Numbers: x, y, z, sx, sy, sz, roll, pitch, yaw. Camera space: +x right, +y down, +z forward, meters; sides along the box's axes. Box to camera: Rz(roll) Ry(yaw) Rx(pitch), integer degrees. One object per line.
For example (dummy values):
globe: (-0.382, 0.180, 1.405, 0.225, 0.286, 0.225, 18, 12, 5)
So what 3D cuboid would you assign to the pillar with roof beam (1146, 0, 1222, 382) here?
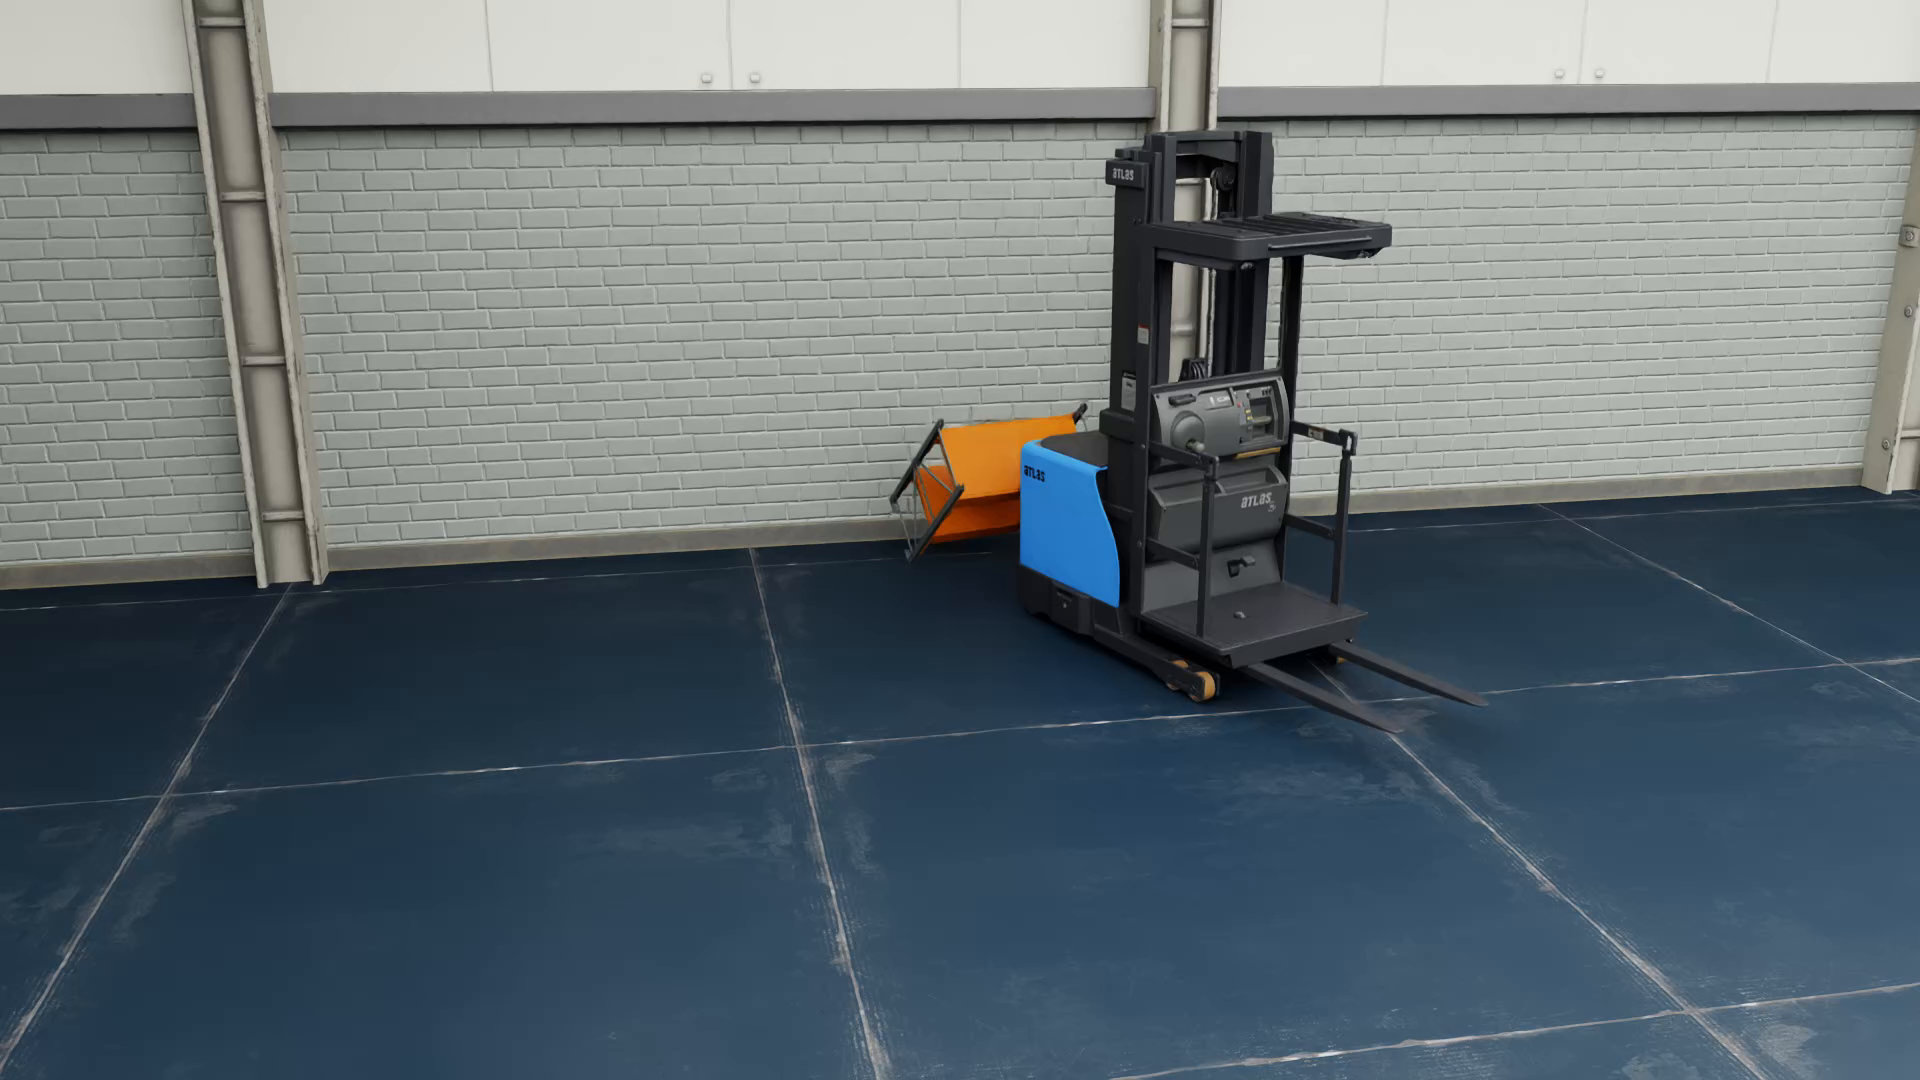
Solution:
pillar with roof beam: (2.312, -3.139, 6.706, 0.400, 9.000, 9.100, -3, 17, -10)

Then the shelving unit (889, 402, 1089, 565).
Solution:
shelving unit: (0.237, -0.363, 10.970, 1.048, 0.538, 1.125, -8, -22, -23)

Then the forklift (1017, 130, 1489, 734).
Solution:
forklift: (1.570, -0.685, 9.050, 1.130, 2.935, 3.031, -11, 20, -31)

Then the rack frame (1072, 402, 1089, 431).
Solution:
rack frame: (0.698, -0.430, 11.172, 0.032, 0.500, 1.125, -8, -22, -23)

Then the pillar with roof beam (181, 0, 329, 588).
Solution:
pillar with roof beam: (-3.579, -2.805, 5.618, 0.400, 9.000, 9.100, -3, 17, -10)

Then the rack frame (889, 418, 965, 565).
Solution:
rack frame: (-0.225, -0.297, 10.768, 0.032, 0.500, 1.125, -8, -22, -23)

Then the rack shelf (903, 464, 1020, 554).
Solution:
rack shelf: (0.161, -0.260, 11.178, 1.000, 0.538, 0.278, -8, -22, -23)

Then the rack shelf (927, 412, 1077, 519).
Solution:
rack shelf: (0.328, -0.487, 10.721, 1.000, 0.538, 0.278, -8, -22, -23)

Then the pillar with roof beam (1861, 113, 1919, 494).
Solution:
pillar with roof beam: (8.203, -3.473, 7.794, 0.400, 9.000, 9.100, -3, 17, -10)
